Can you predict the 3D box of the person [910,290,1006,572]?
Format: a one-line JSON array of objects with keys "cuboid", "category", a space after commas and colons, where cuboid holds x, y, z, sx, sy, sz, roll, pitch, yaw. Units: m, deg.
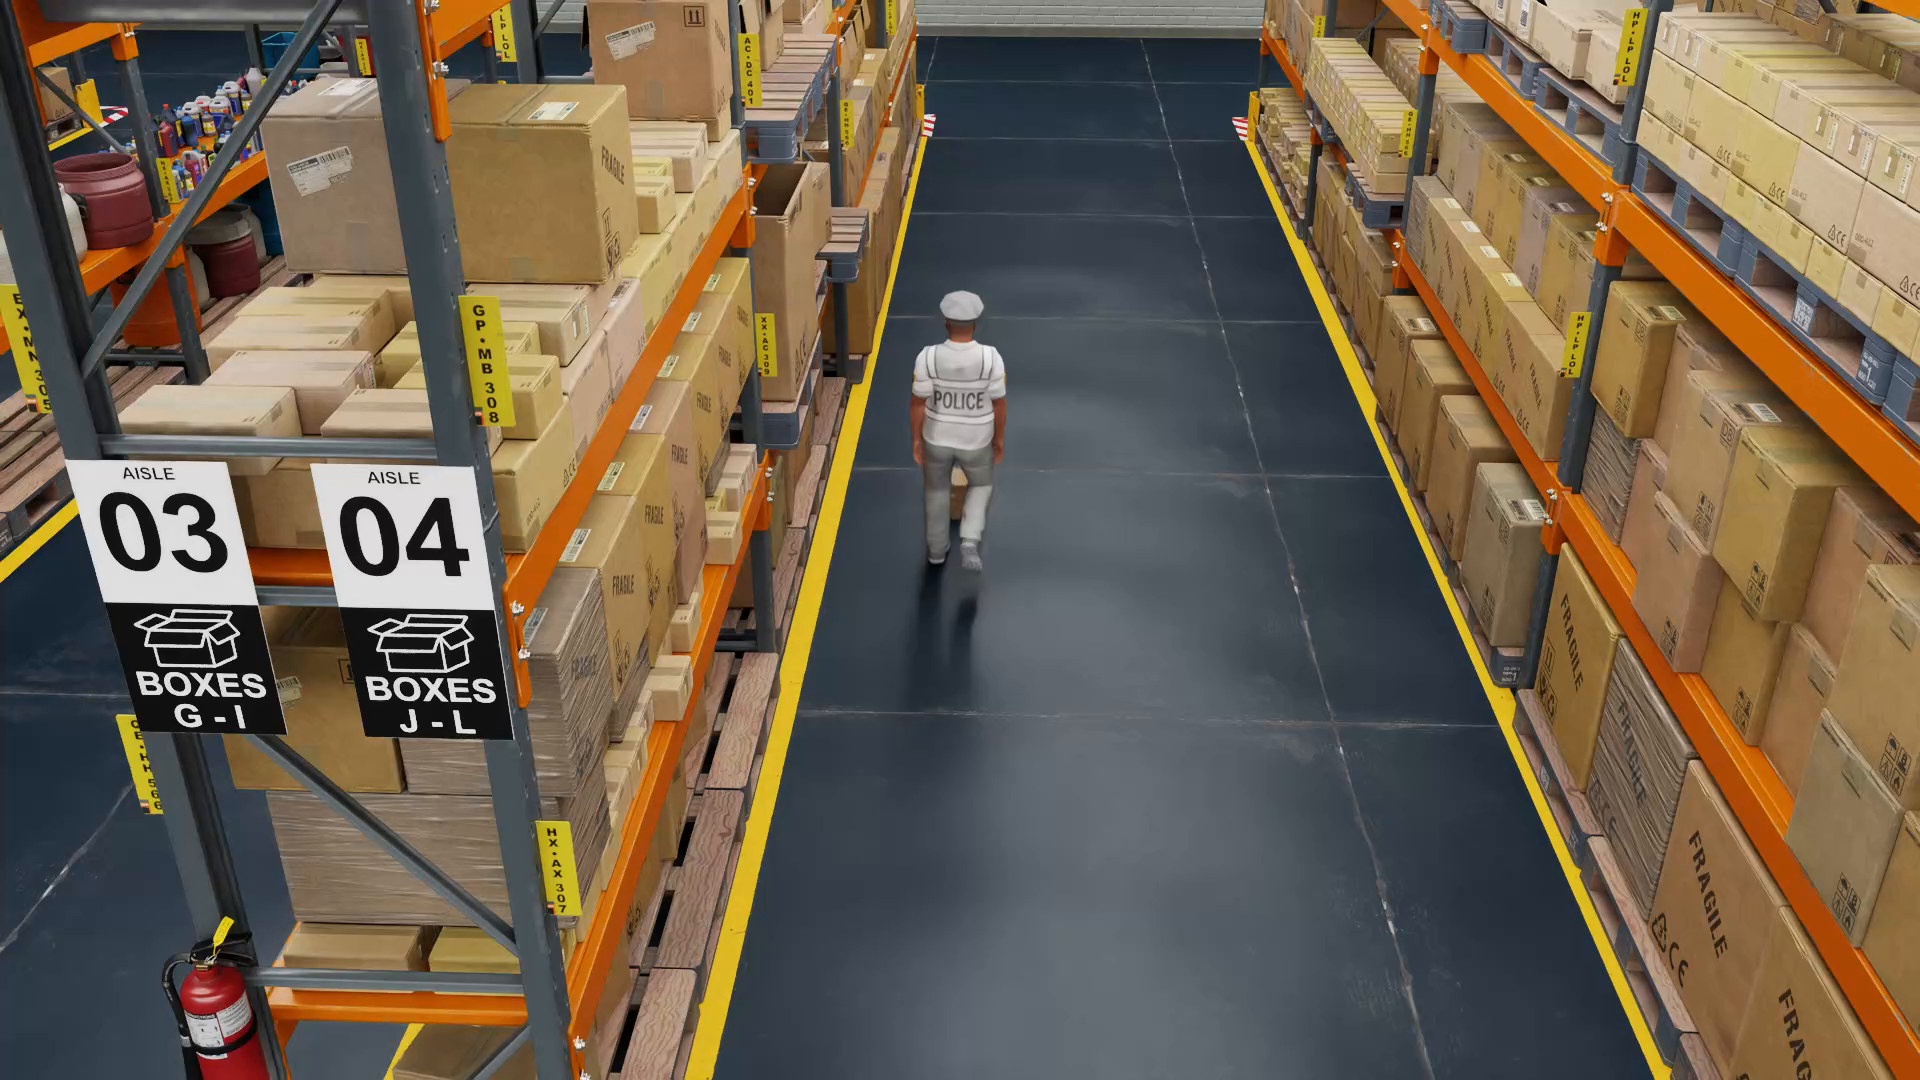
[{"cuboid": [-0.010, -0.619, 9.743, 0.558, 1.751, 0.633, 1, 28, 3], "category": "person"}]
